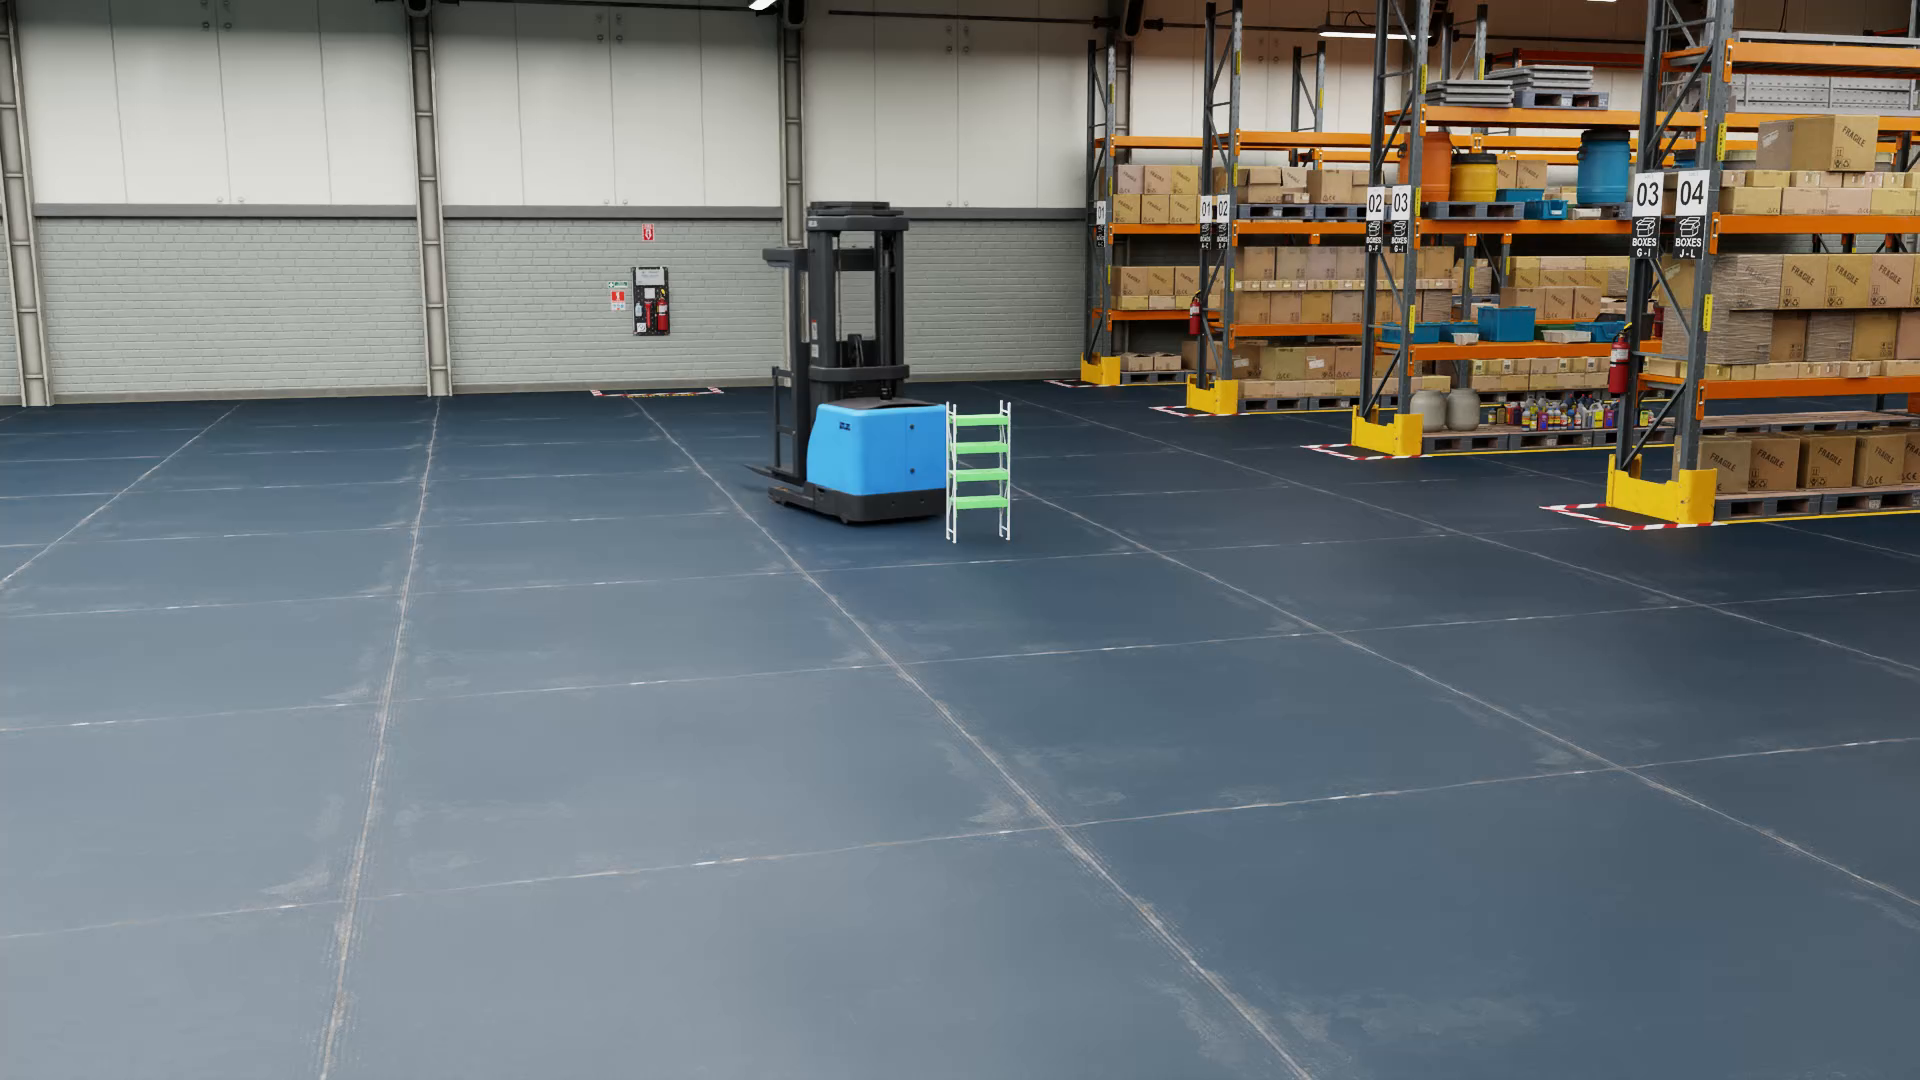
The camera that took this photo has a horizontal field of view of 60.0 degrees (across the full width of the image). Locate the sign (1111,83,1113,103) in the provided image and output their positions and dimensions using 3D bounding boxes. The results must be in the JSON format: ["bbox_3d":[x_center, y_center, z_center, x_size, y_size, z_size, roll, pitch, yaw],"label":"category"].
[{"bbox_3d":[2.604,-7.661,28.508,0.005,0.325,0.100,-3,11,-16],"label":"sign"}]

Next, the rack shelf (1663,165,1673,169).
[{"bbox_3d":[15.894,-7.415,33.062,4.000,0.370,1.077,-3,11,-16],"label":"rack shelf"}]

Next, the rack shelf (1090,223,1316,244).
[{"bbox_3d":[4.372,-5.529,29.999,4.000,0.370,1.077,-3,11,-16],"label":"rack shelf"}]

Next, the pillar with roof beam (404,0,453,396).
[{"bbox_3d":[-7.436,-6.087,22.758,0.548,9.000,9.100,-3,11,-16],"label":"pillar with roof beam"}]

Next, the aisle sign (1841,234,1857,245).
[{"bbox_3d":[17.967,-6.346,33.555,0.004,0.787,0.394,-3,11,-16],"label":"aisle sign"}]

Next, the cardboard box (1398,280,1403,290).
[{"bbox_3d":[6.739,-3.926,25.520,0.250,0.149,0.380,-3,11,-16],"label":"cardboard box"}]

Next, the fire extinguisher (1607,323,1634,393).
[{"bbox_3d":[6.367,-1.760,16.034,0.183,0.674,0.296,-3,11,-16],"label":"fire extinguisher"}]

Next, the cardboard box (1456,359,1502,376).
[{"bbox_3d":[8.147,-2.756,26.117,0.500,0.311,0.500,-3,11,-16],"label":"cardboard box"}]

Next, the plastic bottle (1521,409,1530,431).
[{"bbox_3d":[7.049,-1.497,20.712,0.097,0.271,0.097,0,10,0],"label":"plastic bottle"}]

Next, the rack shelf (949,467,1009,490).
[{"bbox_3d":[0.159,-0.536,14.495,0.480,0.148,0.258,-3,11,-16],"label":"rack shelf"}]

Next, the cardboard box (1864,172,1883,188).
[{"bbox_3d":[8.419,-3.375,15.625,0.250,0.149,0.380,-3,11,-17],"label":"cardboard box"}]

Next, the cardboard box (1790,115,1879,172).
[{"bbox_3d":[8.106,-3.668,15.424,0.500,0.500,0.500,-3,11,-16],"label":"cardboard box"}]

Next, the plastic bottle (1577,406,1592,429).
[{"bbox_3d":[7.872,-1.548,20.975,0.135,0.276,0.152,-3,11,-15],"label":"plastic bottle"}]

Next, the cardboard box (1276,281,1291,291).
[{"bbox_3d":[4.770,-3.823,24.958,0.250,0.149,0.380,-3,11,-16],"label":"cardboard box"}]

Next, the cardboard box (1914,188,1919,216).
[{"bbox_3d":[9.089,-3.208,15.815,0.500,0.250,0.500,-3,11,-16],"label":"cardboard box"}]

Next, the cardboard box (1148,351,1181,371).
[{"bbox_3d":[3.689,-3.249,30.121,0.500,0.311,0.500,-2,11,-11],"label":"cardboard box"}]

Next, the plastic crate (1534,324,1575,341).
[{"bbox_3d":[7.679,-2.663,21.313,0.662,0.188,0.450,-3,11,-16],"label":"plastic crate"}]

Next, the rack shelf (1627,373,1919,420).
[{"bbox_3d":[8.526,-1.471,16.239,4.000,0.370,1.077,-3,11,-16],"label":"rack shelf"}]

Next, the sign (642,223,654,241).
[{"bbox_3d":[-5.297,-5.227,28.254,0.199,0.298,0.001,-3,11,-16],"label":"sign"}]

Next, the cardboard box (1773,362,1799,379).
[{"bbox_3d":[7.670,-1.609,15.693,0.250,0.149,0.380,-3,11,-16],"label":"cardboard box"}]

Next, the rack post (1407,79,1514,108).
[{"bbox_3d":[5.982,-5.305,19.890,0.954,0.300,0.937,-2,11,-10],"label":"rack post"}]

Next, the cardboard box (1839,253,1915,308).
[{"bbox_3d":[8.650,-2.467,15.804,0.500,0.500,0.500,-3,11,-16],"label":"cardboard box"}]

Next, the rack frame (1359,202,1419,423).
[{"bbox_3d":[5.221,-2.585,20.301,0.127,3.000,1.000,-3,11,-16],"label":"rack frame"}]

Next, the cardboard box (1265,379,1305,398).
[{"bbox_3d":[4.896,-2.314,25.268,0.500,0.250,0.500,-3,11,-16],"label":"cardboard box"}]

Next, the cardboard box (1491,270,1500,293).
[{"bbox_3d":[10.513,-4.987,32.196,0.500,0.500,0.500,-3,11,-16],"label":"cardboard box"}]

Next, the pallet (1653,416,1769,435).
[{"bbox_3d":[9.805,-1.462,21.905,1.213,0.211,1.003,-3,11,-16],"label":"pallet"}]

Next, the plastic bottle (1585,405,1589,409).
[{"bbox_3d":[7.976,-1.575,21.105,0.133,0.283,0.061,-3,11,-16],"label":"plastic bottle"}]

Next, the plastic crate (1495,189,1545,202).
[{"bbox_3d":[6.968,-4.201,20.839,0.575,0.384,0.392,-3,11,-16],"label":"plastic crate"}]

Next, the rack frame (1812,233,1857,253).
[{"bbox_3d":[17.814,-5.116,34.054,0.127,3.000,1.000,-3,11,-16],"label":"rack frame"}]

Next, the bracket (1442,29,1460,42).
[{"bbox_3d":[9.141,-9.476,31.224,0.430,0.232,0.235,-3,11,-16],"label":"bracket"}]

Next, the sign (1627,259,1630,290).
[{"bbox_3d":[6.470,-2.546,16.020,0.005,0.325,0.100,-3,11,-16],"label":"sign"}]

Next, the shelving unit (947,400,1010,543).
[{"bbox_3d":[0.159,-0.598,14.483,0.503,1.200,0.258,-3,11,-16],"label":"shelving unit"}]

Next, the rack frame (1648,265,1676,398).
[{"bbox_3d":[11.521,-3.851,27.178,0.127,3.000,1.000,-3,11,-16],"label":"rack frame"}]

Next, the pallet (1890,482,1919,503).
[{"bbox_3d":[9.811,-0.514,16.758,1.213,0.211,1.003,-3,11,-16],"label":"pallet"}]

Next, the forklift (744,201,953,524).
[{"bbox_3d":[-1.247,-1.814,16.304,1.130,2.935,3.031,-6,12,-30],"label":"forklift"}]

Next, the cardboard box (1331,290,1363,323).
[{"bbox_3d":[5.778,-3.595,25.514,0.500,0.500,0.700,-3,11,-14],"label":"cardboard box"}]

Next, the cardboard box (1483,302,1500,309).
[{"bbox_3d":[8.474,-3.659,26.506,0.258,0.266,0.396,-3,11,-17],"label":"cardboard box"}]

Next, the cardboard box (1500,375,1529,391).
[{"bbox_3d":[8.628,-2.505,26.306,0.500,0.250,0.500,-3,11,-15],"label":"cardboard box"}]

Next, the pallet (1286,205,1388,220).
[{"bbox_3d":[5.700,-4.971,25.224,1.213,0.211,1.003,-3,11,-16],"label":"pallet"}]

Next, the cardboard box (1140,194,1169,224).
[{"bbox_3d":[3.369,-5.835,29.343,0.500,0.500,0.500,-2,11,-12],"label":"cardboard box"}]

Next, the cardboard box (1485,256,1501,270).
[{"bbox_3d":[10.496,-5.354,32.119,0.500,0.250,0.500,-3,11,-14],"label":"cardboard box"}]

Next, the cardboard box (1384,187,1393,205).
[{"bbox_3d":[6.605,-5.348,25.727,0.500,0.311,0.500,-4,11,-19],"label":"cardboard box"}]

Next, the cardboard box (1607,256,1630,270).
[{"bbox_3d":[12.613,-5.370,32.207,0.500,0.250,0.500,-3,11,-15],"label":"cardboard box"}]

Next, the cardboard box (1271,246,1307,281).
[{"bbox_3d":[4.846,-4.185,25.133,0.500,0.500,0.700,-3,11,-17],"label":"cardboard box"}]

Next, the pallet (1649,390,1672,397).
[{"bbox_3d":[12.249,-2.510,27.600,1.213,0.211,1.003,-3,11,-16],"label":"pallet"}]

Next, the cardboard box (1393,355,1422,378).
[{"bbox_3d":[6.813,-2.787,25.761,0.500,0.500,0.500,-3,11,-16],"label":"cardboard box"}]

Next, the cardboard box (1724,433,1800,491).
[{"bbox_3d":[7.774,-0.766,16.165,0.500,0.500,0.500,0,10,-1],"label":"cardboard box"}]

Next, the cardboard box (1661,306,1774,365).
[{"bbox_3d":[7.141,-1.942,15.713,0.500,0.500,0.875,-3,11,-16],"label":"cardboard box"}]

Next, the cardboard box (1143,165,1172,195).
[{"bbox_3d":[3.386,-6.327,29.249,0.500,0.500,0.500,-3,11,-17],"label":"cardboard box"}]

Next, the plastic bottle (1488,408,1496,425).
[{"bbox_3d":[6.862,-1.594,21.433,0.097,0.201,0.097,0,10,0],"label":"plastic bottle"}]

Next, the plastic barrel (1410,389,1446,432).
[{"bbox_3d":[5.832,-1.614,20.741,0.421,0.512,0.421,0,10,0],"label":"plastic barrel"}]

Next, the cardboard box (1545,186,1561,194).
[{"bbox_3d":[11.077,-6.523,31.917,0.500,0.500,0.700,-4,11,-19],"label":"cardboard box"}]

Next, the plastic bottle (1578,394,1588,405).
[{"bbox_3d":[8.171,-1.732,21.770,0.185,0.351,0.144,-3,11,-14],"label":"plastic bottle"}]

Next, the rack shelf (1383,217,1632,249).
[{"bbox_3d":[7.141,-3.807,20.644,4.000,0.370,1.077,-3,11,-16],"label":"rack shelf"}]
